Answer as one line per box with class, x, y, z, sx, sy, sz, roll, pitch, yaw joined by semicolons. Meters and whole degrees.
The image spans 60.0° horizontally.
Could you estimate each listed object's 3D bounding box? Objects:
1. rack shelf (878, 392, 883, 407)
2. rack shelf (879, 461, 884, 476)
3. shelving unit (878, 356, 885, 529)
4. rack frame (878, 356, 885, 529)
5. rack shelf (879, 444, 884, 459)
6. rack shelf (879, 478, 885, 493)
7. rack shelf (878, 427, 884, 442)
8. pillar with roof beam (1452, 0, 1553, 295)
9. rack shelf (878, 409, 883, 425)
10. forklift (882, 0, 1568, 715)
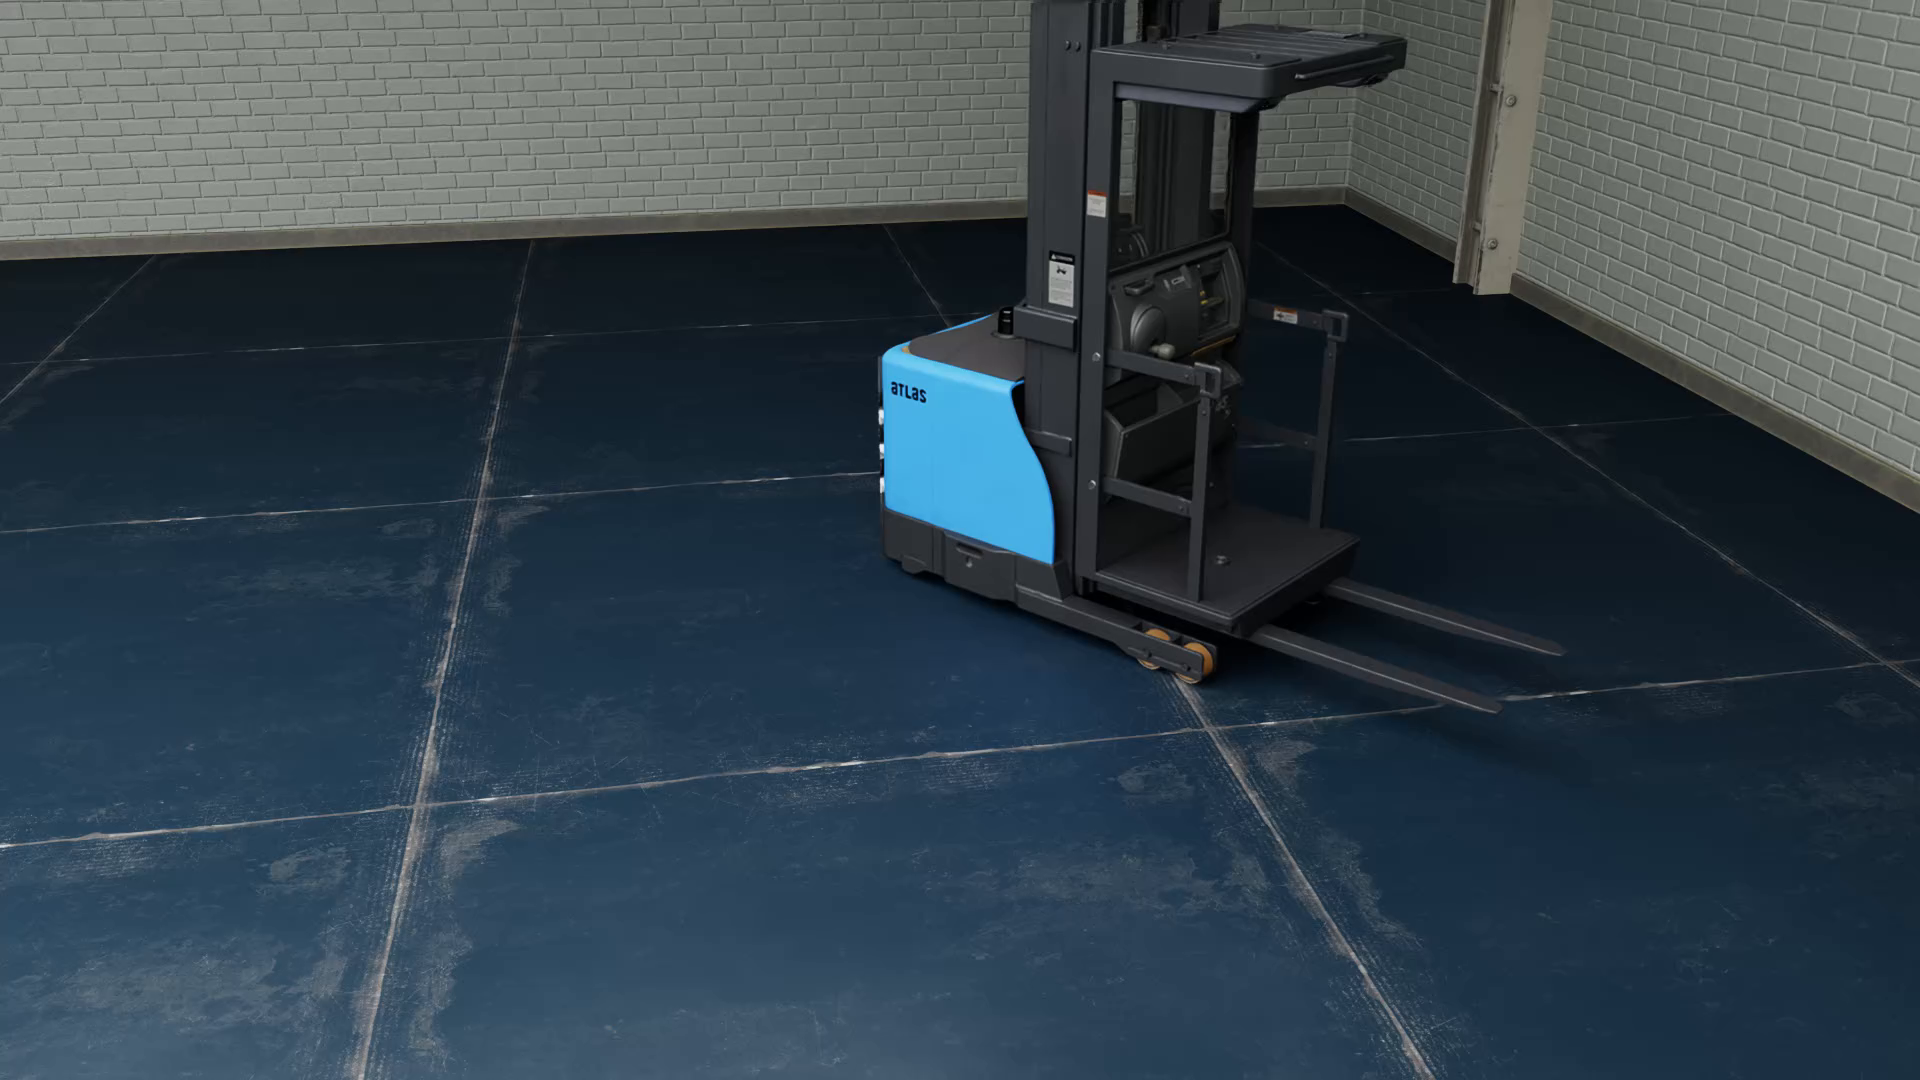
rack shelf;-0.238;-0.678;8.088;0.258;0.077;0.200;-15;28;-31
rack shelf;-0.238;-0.349;8.232;0.258;0.077;0.200;-15;28;-31
shelving unit;-0.238;-0.462;8.182;0.258;0.900;0.210;-15;28;-31
rack frame;-0.295;-0.495;8.260;0.240;0.900;0.006;-15;28;-31
rack shelf;-0.238;-0.431;8.196;0.258;0.077;0.200;-15;28;-31
rack shelf;-0.238;-0.266;8.268;0.258;0.077;0.200;-15;28;-31
rack shelf;-0.238;-0.513;8.160;0.258;0.077;0.200;-15;28;-31
pillar with roof beam;-0.253;-5.730;10.127;9.100;9.000;0.400;-4;24;-10
rack shelf;-0.238;-0.596;8.124;0.258;0.077;0.200;-15;28;-31
forklift;1.077;-0.987;6.847;3.031;2.935;1.130;19;30;37
